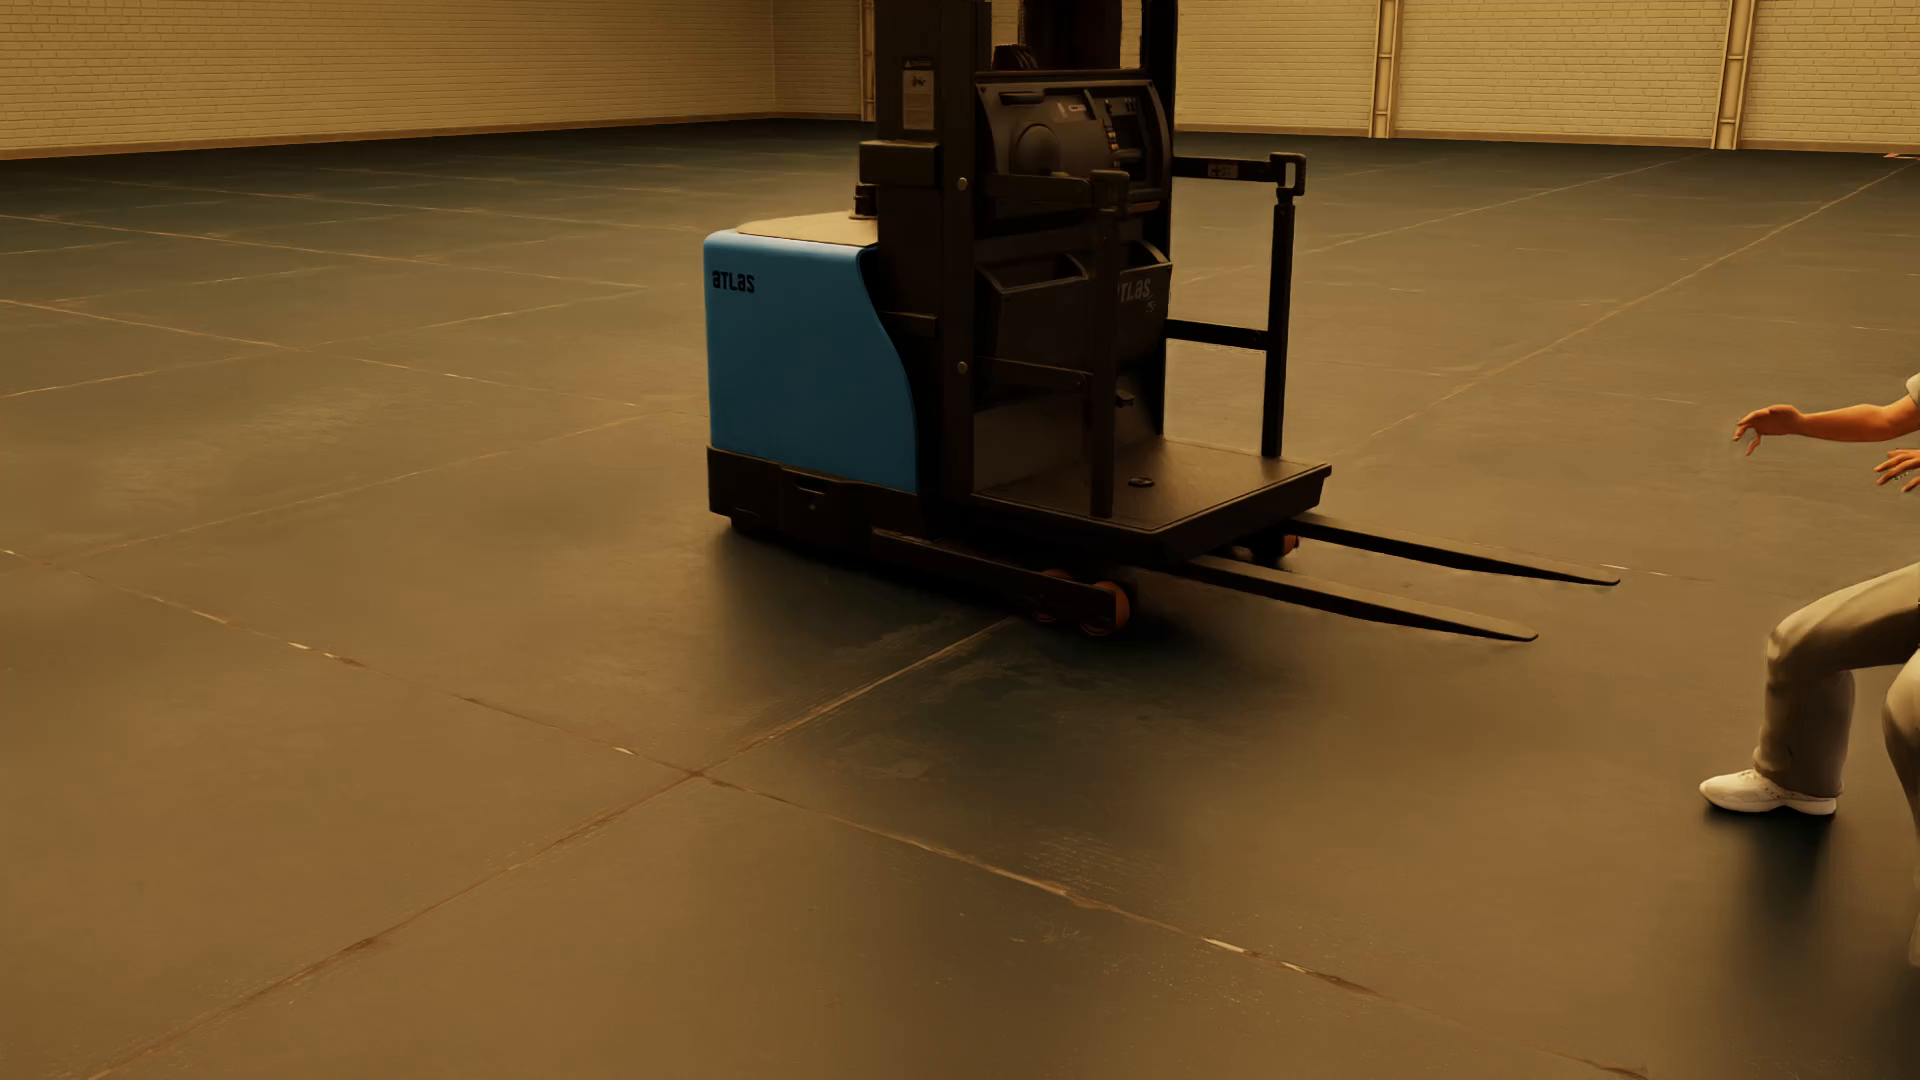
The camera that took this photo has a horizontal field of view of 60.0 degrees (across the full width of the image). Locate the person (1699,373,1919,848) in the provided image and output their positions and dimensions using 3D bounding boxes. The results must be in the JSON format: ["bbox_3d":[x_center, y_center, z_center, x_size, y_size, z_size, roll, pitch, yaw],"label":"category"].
[{"bbox_3d":[1.884,0.043,3.266,0.681,1.451,0.947,3,17,10],"label":"person"}]

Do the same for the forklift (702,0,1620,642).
[{"bbox_3d":[0.534,-1.284,5.128,3.031,2.935,1.130,14,21,38],"label":"forklift"}]
